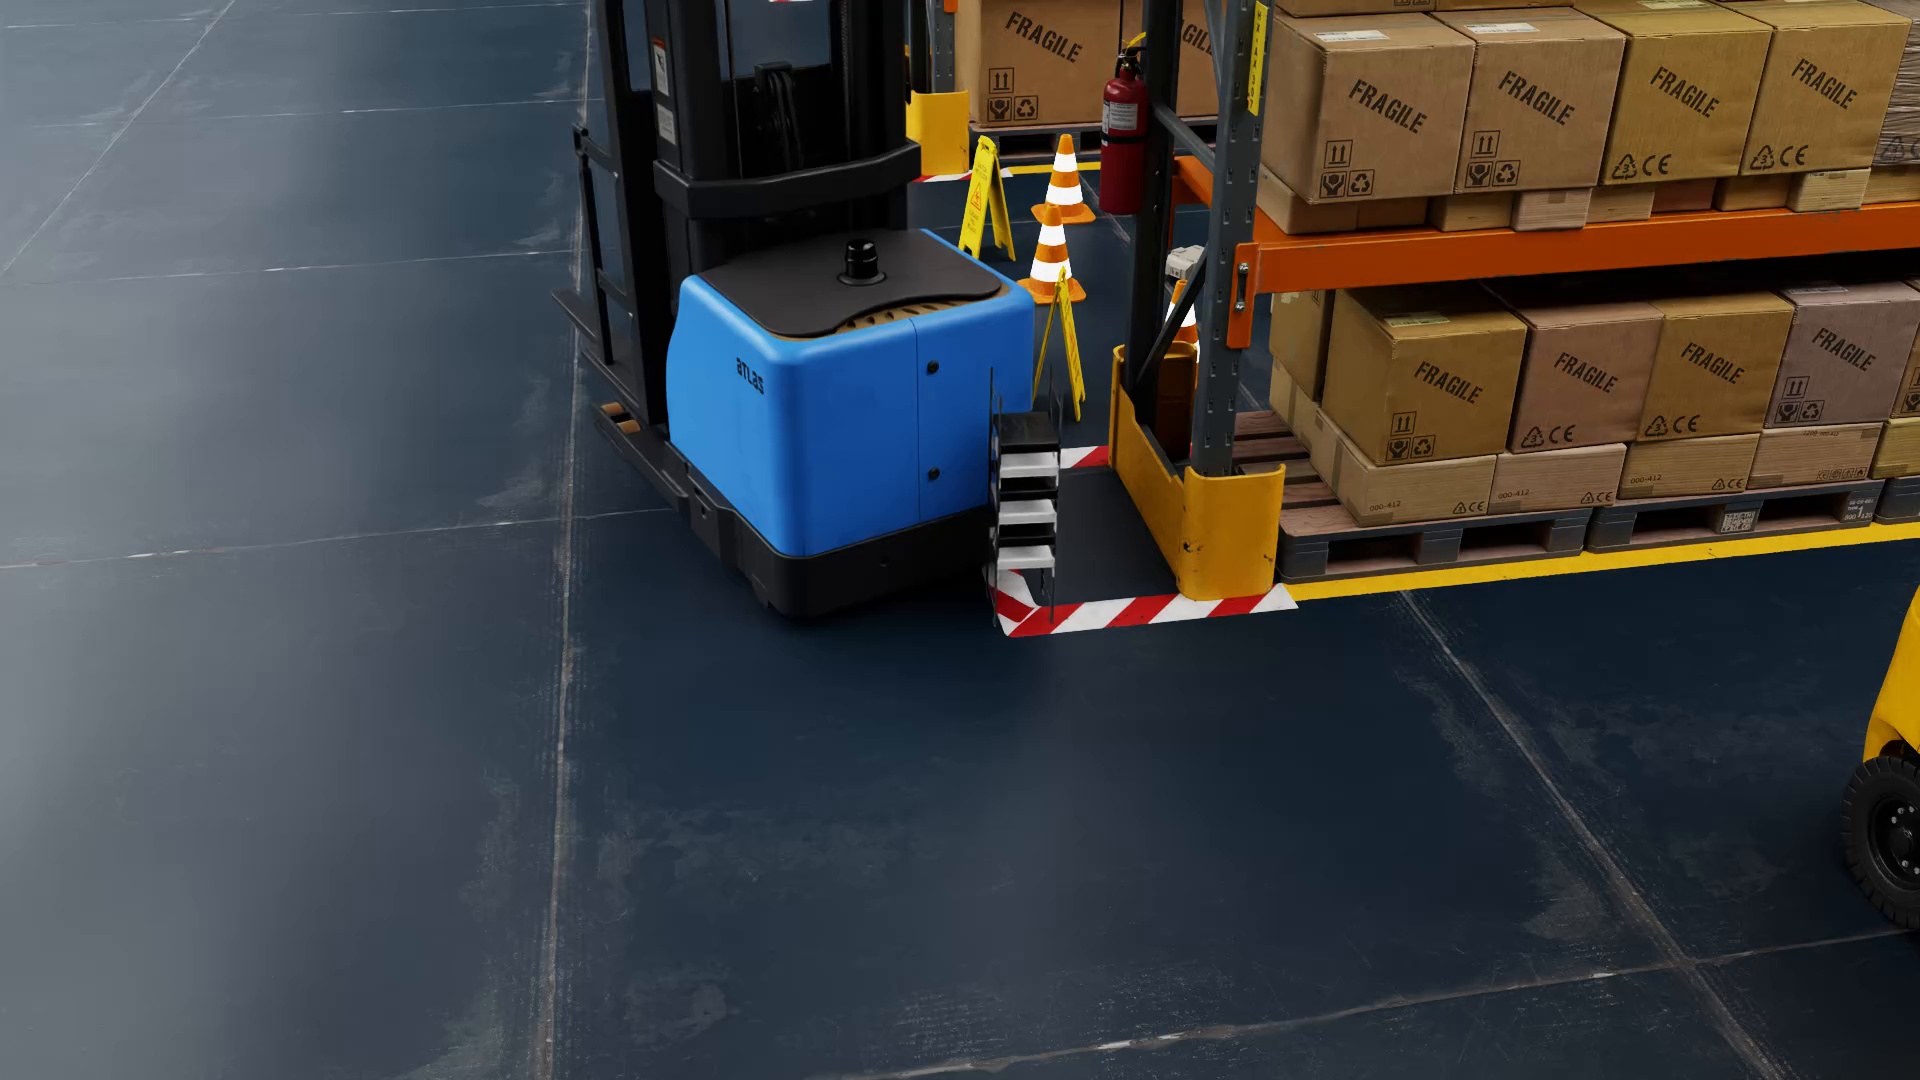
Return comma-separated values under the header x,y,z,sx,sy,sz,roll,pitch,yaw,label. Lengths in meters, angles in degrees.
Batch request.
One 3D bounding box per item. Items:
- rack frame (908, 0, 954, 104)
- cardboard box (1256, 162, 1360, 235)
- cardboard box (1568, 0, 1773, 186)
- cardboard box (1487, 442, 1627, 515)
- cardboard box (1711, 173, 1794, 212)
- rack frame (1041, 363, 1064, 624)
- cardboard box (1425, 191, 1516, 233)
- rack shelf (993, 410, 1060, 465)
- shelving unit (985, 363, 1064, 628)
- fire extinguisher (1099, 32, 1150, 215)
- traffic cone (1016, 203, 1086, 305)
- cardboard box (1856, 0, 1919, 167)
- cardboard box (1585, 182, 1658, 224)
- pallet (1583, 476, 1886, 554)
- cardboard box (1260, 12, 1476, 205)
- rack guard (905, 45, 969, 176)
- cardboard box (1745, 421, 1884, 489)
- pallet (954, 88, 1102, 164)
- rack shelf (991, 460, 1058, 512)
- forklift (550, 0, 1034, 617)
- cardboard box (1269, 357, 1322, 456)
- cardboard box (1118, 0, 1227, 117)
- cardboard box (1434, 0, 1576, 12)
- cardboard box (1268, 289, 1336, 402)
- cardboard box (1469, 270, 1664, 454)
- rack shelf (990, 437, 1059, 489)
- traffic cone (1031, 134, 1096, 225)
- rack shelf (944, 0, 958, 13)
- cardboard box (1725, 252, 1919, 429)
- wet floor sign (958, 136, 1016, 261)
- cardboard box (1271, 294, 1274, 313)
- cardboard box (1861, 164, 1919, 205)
x,y,z,sx,sy,sz,roll,pitch,yaw,label
-0.184,-3.825,9.938,0.127,3.000,1.000,-5,31,-9,rack frame
1.179,-1.186,5.697,0.250,0.149,0.380,-5,31,-9,cardboard box
2.333,-1.539,5.657,0.500,0.500,0.500,-6,31,-10,cardboard box
2.154,-0.341,6.310,0.500,0.250,0.500,-4,31,-7,cardboard box
2.720,-1.304,5.897,0.250,0.149,0.380,-6,31,-10,cardboard box
0.317,-0.150,5.759,0.006,0.900,0.240,-3,31,-6,rack frame
1.700,-1.200,5.721,0.250,0.149,0.380,-6,31,-11,cardboard box
0.218,-0.349,5.628,0.200,0.077,0.258,-3,31,-6,rack shelf
0.216,-0.145,5.748,0.210,0.900,0.258,-3,31,-6,shelving unit
0.612,-1.552,6.149,0.183,0.674,0.296,-5,31,-9,fire extinguisher
0.463,-1.478,8.448,0.334,0.463,0.336,-5,31,-9,traffic cone
3.335,-1.638,5.826,0.500,0.500,0.500,-4,31,-8,cardboard box
2.206,-1.240,5.790,0.250,0.149,0.380,-5,31,-8,cardboard box
2.885,-0.337,6.757,1.213,0.211,1.003,-5,31,-9,pallet
1.323,-1.443,5.494,0.500,0.500,0.500,-6,31,-10,cardboard box
-0.207,-2.745,10.567,0.348,0.500,1.175,-5,31,-9,rack guard
3.186,-0.442,6.482,0.500,0.250,0.500,-5,31,-8,cardboard box
0.589,-2.735,10.835,1.213,0.211,1.003,-5,31,-9,pallet
0.216,-0.194,5.719,0.200,0.077,0.258,-3,31,-6,rack shelf
-0.911,-1.706,6.402,1.130,2.935,3.031,-17,34,-26,forklift
1.577,-0.572,6.704,0.500,0.250,0.500,-5,31,-9,cardboard box
1.336,-3.266,10.669,0.875,0.875,0.875,-6,31,-10,cardboard box
1.770,-2.167,5.738,0.500,0.500,0.700,-5,31,-8,cardboard box
1.548,-0.888,6.502,0.500,0.500,0.500,-5,31,-9,cardboard box
2.187,-0.673,6.136,0.500,0.500,0.500,-6,31,-11,cardboard box
0.217,-0.271,5.674,0.200,0.077,0.258,-3,31,-6,rack shelf
0.594,-2.072,9.459,0.334,0.463,0.336,-5,31,-9,traffic cone
1.783,-3.698,10.430,4.000,0.370,1.077,-5,31,-9,rack shelf
3.206,-0.768,6.297,0.500,0.500,0.500,-4,31,-6,cardboard box
0.144,-1.820,8.851,0.232,0.644,0.267,-11,32,-17,wet floor sign
1.732,-1.264,8.395,0.250,0.149,0.380,10,32,17,cardboard box
3.225,-1.339,5.957,0.250,0.149,0.380,-6,31,-10,cardboard box
